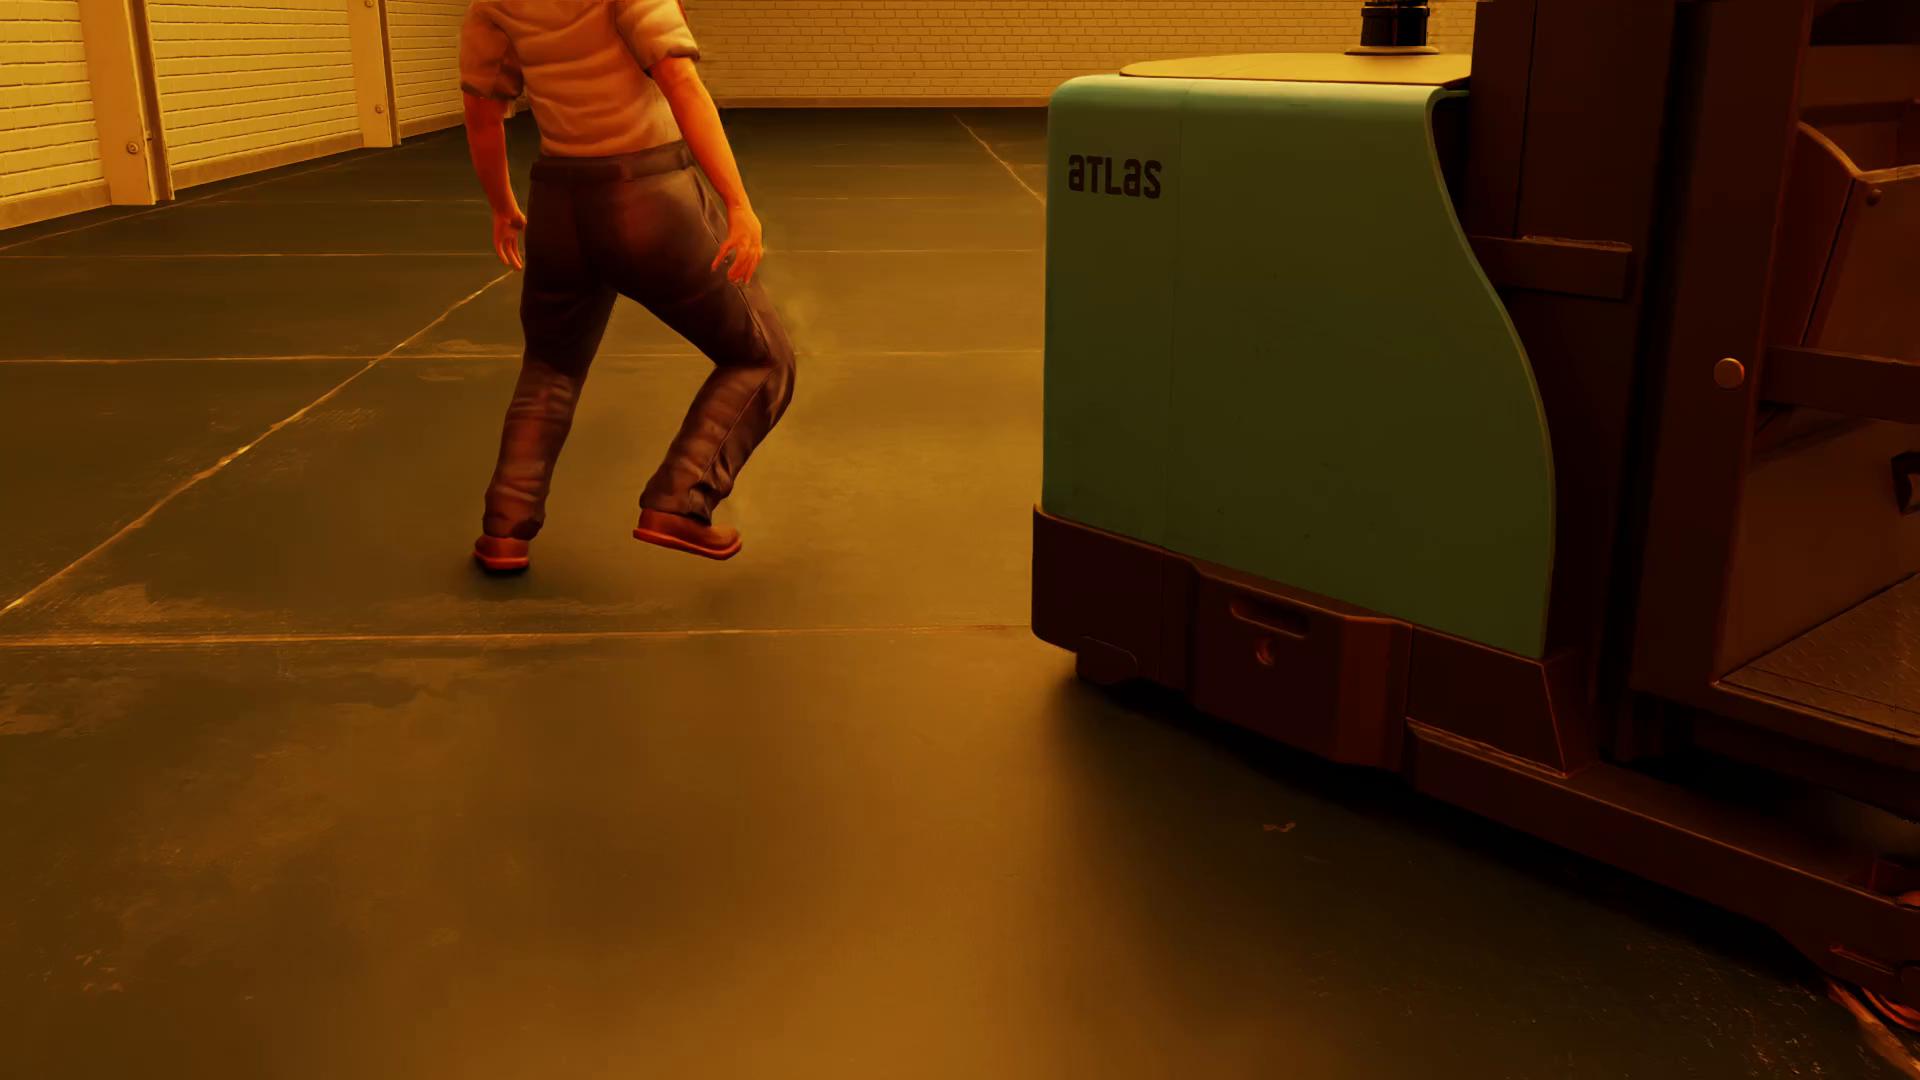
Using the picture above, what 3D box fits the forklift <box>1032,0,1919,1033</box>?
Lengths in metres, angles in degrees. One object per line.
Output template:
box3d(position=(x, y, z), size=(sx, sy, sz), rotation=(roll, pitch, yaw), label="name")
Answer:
box3d(position=(1.485, -0.936, 1.969), size=(1.130, 2.935, 3.031), rotation=(-14, 22, -39), label="forklift")

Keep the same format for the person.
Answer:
box3d(position=(-0.719, -0.685, 3.525), size=(0.838, 1.569, 0.494), rotation=(10, 20, 30), label="person")
